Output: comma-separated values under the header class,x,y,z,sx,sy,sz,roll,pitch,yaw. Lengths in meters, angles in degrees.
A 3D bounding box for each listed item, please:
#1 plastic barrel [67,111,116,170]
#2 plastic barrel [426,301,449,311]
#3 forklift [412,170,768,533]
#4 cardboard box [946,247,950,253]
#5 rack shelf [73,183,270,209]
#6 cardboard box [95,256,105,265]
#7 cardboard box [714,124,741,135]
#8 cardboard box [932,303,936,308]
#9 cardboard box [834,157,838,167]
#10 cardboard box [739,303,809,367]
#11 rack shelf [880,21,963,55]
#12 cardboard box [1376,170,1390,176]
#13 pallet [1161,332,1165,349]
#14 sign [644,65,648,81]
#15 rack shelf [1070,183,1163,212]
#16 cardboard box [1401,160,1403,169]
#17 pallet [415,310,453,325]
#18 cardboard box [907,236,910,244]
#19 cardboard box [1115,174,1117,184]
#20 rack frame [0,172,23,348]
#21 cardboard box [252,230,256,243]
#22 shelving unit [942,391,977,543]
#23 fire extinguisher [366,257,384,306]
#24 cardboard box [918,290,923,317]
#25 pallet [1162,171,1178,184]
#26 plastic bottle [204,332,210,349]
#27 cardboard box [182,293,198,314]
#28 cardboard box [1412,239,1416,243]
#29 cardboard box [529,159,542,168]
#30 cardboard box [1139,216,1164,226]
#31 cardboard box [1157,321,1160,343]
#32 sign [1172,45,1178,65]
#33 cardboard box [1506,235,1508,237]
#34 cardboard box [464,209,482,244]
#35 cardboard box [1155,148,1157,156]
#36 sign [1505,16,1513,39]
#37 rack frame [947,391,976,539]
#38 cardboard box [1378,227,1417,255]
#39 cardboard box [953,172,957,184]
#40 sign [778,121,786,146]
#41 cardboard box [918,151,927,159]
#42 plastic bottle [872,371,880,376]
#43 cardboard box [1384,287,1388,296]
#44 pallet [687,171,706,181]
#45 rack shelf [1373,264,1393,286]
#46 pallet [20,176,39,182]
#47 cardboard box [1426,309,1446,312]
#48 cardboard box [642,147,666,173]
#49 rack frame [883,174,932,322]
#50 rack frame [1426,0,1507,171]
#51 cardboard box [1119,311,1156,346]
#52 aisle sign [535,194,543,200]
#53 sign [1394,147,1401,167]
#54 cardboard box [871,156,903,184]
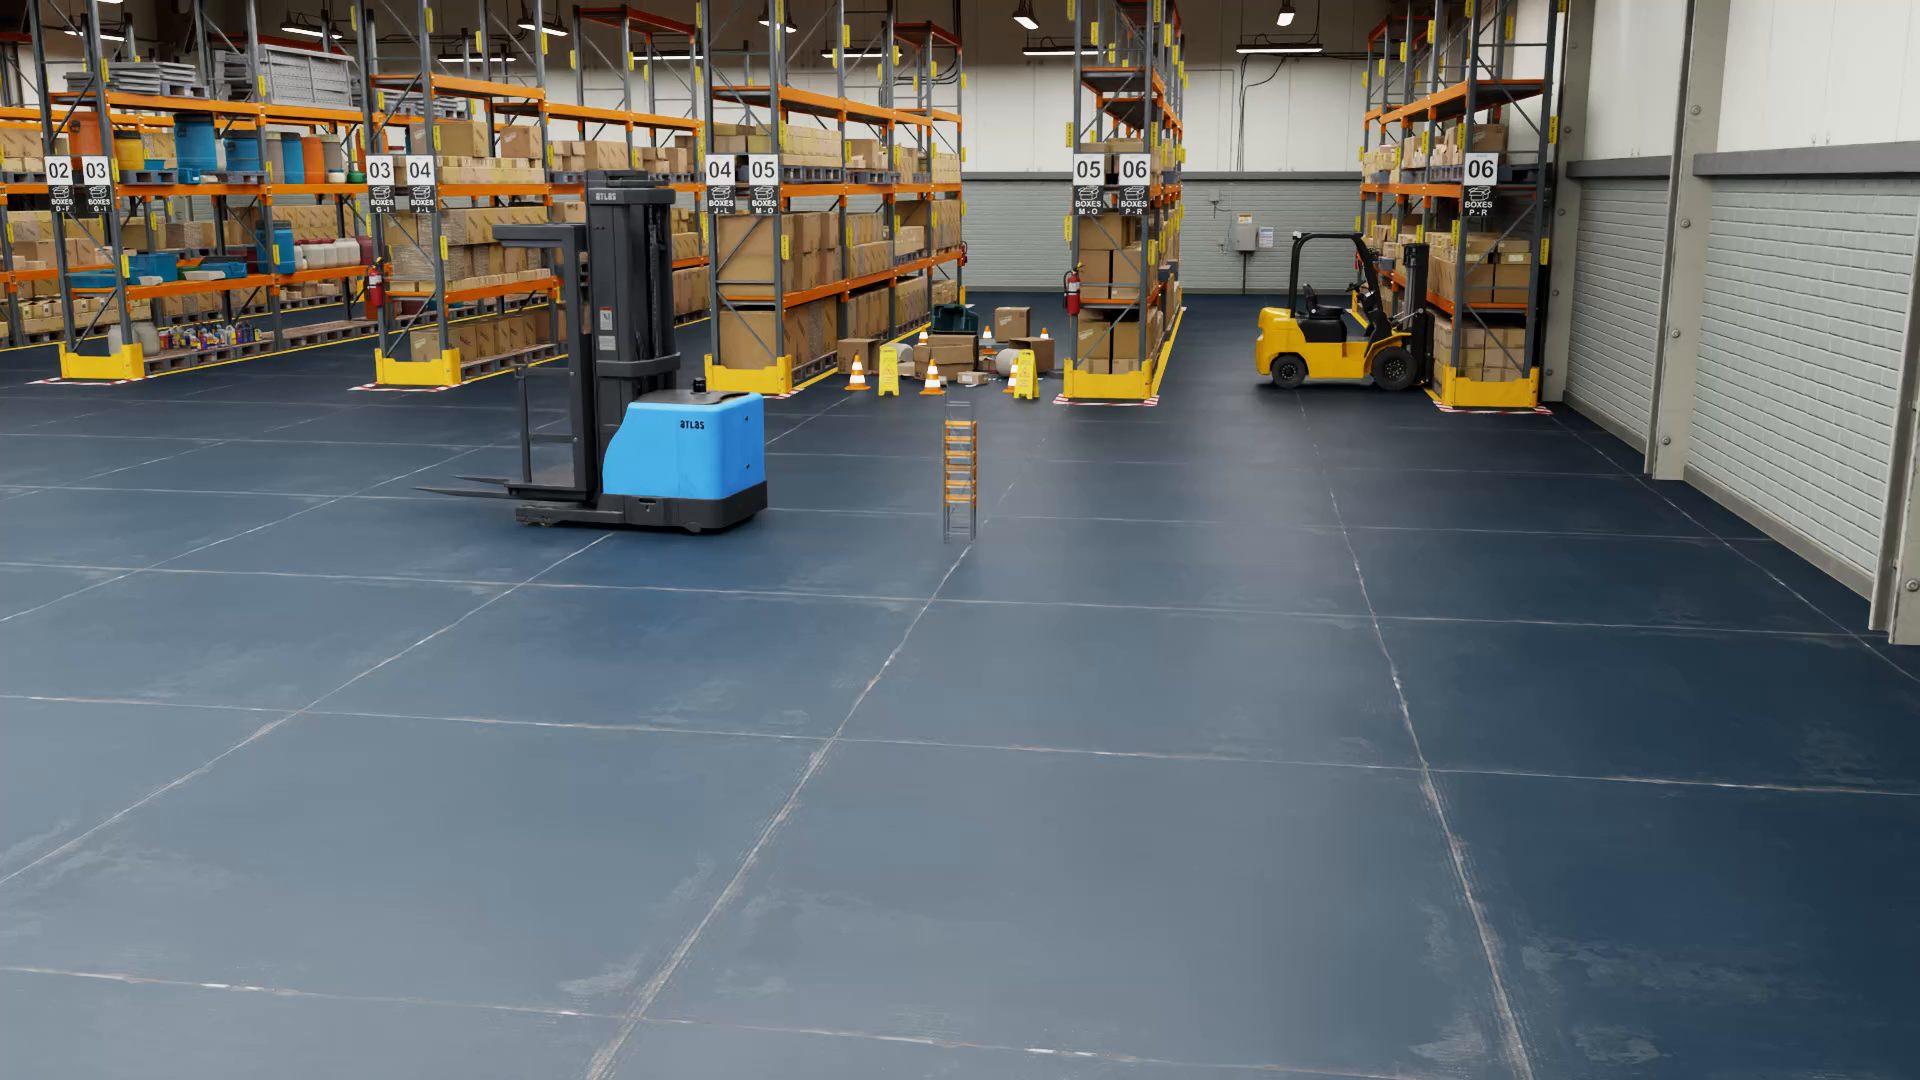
class,x,y,z,sx,sy,sz,roll,pitch,yaw
plastic barrel,-12.754,-5.859,24.423,0.600,0.830,0.708,2,12,9
plastic barrel,-11.067,-5.289,34.901,0.600,0.901,0.708,2,12,9
forklift,-3.251,-1.647,14.176,3.031,2.935,1.130,4,13,16
cardboard box,-0.419,-6.450,36.897,0.380,0.149,0.250,1,12,6
rack shelf,-12.396,-5.403,26.031,1.077,0.370,4.000,2,12,9
cardboard box,-16.507,-5.308,31.602,0.380,0.149,0.250,3,12,13
cardboard box,-3.207,-5.598,22.700,0.380,0.149,0.250,2,12,9
cardboard box,-0.705,-4.905,34.902,0.380,0.149,0.250,1,12,6
cardboard box,-2.087,-5.821,25.628,0.380,0.149,0.250,2,12,10
cardboard box,-2.752,-3.023,24.447,0.875,0.875,0.875,2,12,8
rack shelf,-0.771,-10.650,35.368,1.077,0.370,4.000,2,12,9
cardboard box,8.560,-7.375,33.126,0.500,0.250,0.500,2,12,9
pallet,3.091,-3.530,29.372,1.003,0.211,1.213,2,12,9
sign,-6.508,-9.699,34.546,0.100,0.325,0.005,2,12,9
rack shelf,2.290,-4.921,23.797,1.077,0.370,4.000,2,12,9
cardboard box,7.765,-6.439,28.453,0.380,0.166,0.250,2,12,9
pallet,-11.203,-4.593,34.304,1.003,0.211,1.213,2,12,9
cardboard box,-1.187,-5.841,32.372,0.380,0.149,0.250,2,12,11
cardboard box,2.069,-5.188,23.923,0.380,0.149,0.250,2,12,9
rack frame,-16.982,-4.866,28.952,1.000,3.000,0.127,2,12,9
cardboard box,-15.404,-6.677,37.120,0.500,0.500,0.500,2,12,10
shelving unit,-0.002,-0.584,13.353,0.258,1.200,0.189,2,12,9
fire extinguisher,-8.282,-3.665,23.562,0.296,0.674,0.183,2,12,9
cardboard box,-1.023,-4.742,33.314,0.500,0.500,0.500,2,12,7
pallet,2.955,-5.939,27.255,1.213,0.211,1.003,2,12,9
plastic bottle,-12.064,-3.192,26.616,0.097,0.271,0.097,0,12,0
cardboard box,-15.940,-4.886,33.936,0.500,0.500,0.500,1,12,7
cardboard box,7.357,-4.670,26.265,0.380,0.149,0.250,1,12,7
cardboard box,-6.959,-6.055,26.759,0.380,0.149,0.250,2,12,10
cardboard box,3.020,-5.026,26.216,0.380,0.149,0.250,2,12,8
cardboard box,2.783,-3.403,27.404,0.950,0.372,0.625,3,12,12
sign,3.751,-8.468,29.022,0.100,0.325,0.005,2,12,9
cardboard box,7.609,-4.284,23.770,0.380,0.149,0.250,2,12,8
cardboard box,-7.372,-4.604,24.420,0.500,0.500,0.500,2,12,9
cardboard box,2.621,-5.557,23.744,0.380,0.149,0.250,2,12,9
sign,8.048,-7.507,24.372,0.100,0.325,0.005,2,12,9
rack frame,0.012,-0.603,13.441,0.240,1.200,0.006,2,12,9
cardboard box,8.238,-5.618,31.207,0.700,0.500,0.500,2,12,8
cardboard box,-0.343,-8.044,36.933,0.500,0.250,0.500,2,12,9
sign,-2.376,-5.443,22.246,0.100,0.325,0.005,2,12,9
cardboard box,-0.794,-7.913,34.193,0.380,0.149,0.250,2,12,8
plastic bottle,-1.179,-2.505,24.972,0.283,0.061,0.133,-2,12,-11
cardboard box,8.317,-4.740,31.767,0.380,0.149,0.250,2,12,9
pallet,-5.828,-7.802,35.668,1.003,0.211,1.213,2,12,9
rack shelf,8.426,-4.960,31.098,1.077,0.370,4.000,2,12,9
pallet,-16.552,-6.696,30.770,1.003,0.211,1.213,2,12,11
cardboard box,7.119,-3.322,24.946,0.500,0.250,0.500,2,12,8
cardboard box,-6.286,-7.525,32.928,0.797,0.503,0.637,2,12,8
rack frame,-1.078,-6.028,34.343,1.000,3.000,0.127,2,12,9
rack frame,7.503,-6.996,24.594,1.000,3.000,0.127,2,12,9
cardboard box,2.618,-3.107,24.539,0.500,0.500,0.500,3,12,12
aisle sign,-9.942,-8.479,39.546,0.394,0.787,0.004,2,12,9
sign,7.582,-6.633,28.803,0.100,0.325,0.005,2,12,9
cardboard box,-1.343,-6.821,30.664,0.500,0.500,0.500,2,12,9
